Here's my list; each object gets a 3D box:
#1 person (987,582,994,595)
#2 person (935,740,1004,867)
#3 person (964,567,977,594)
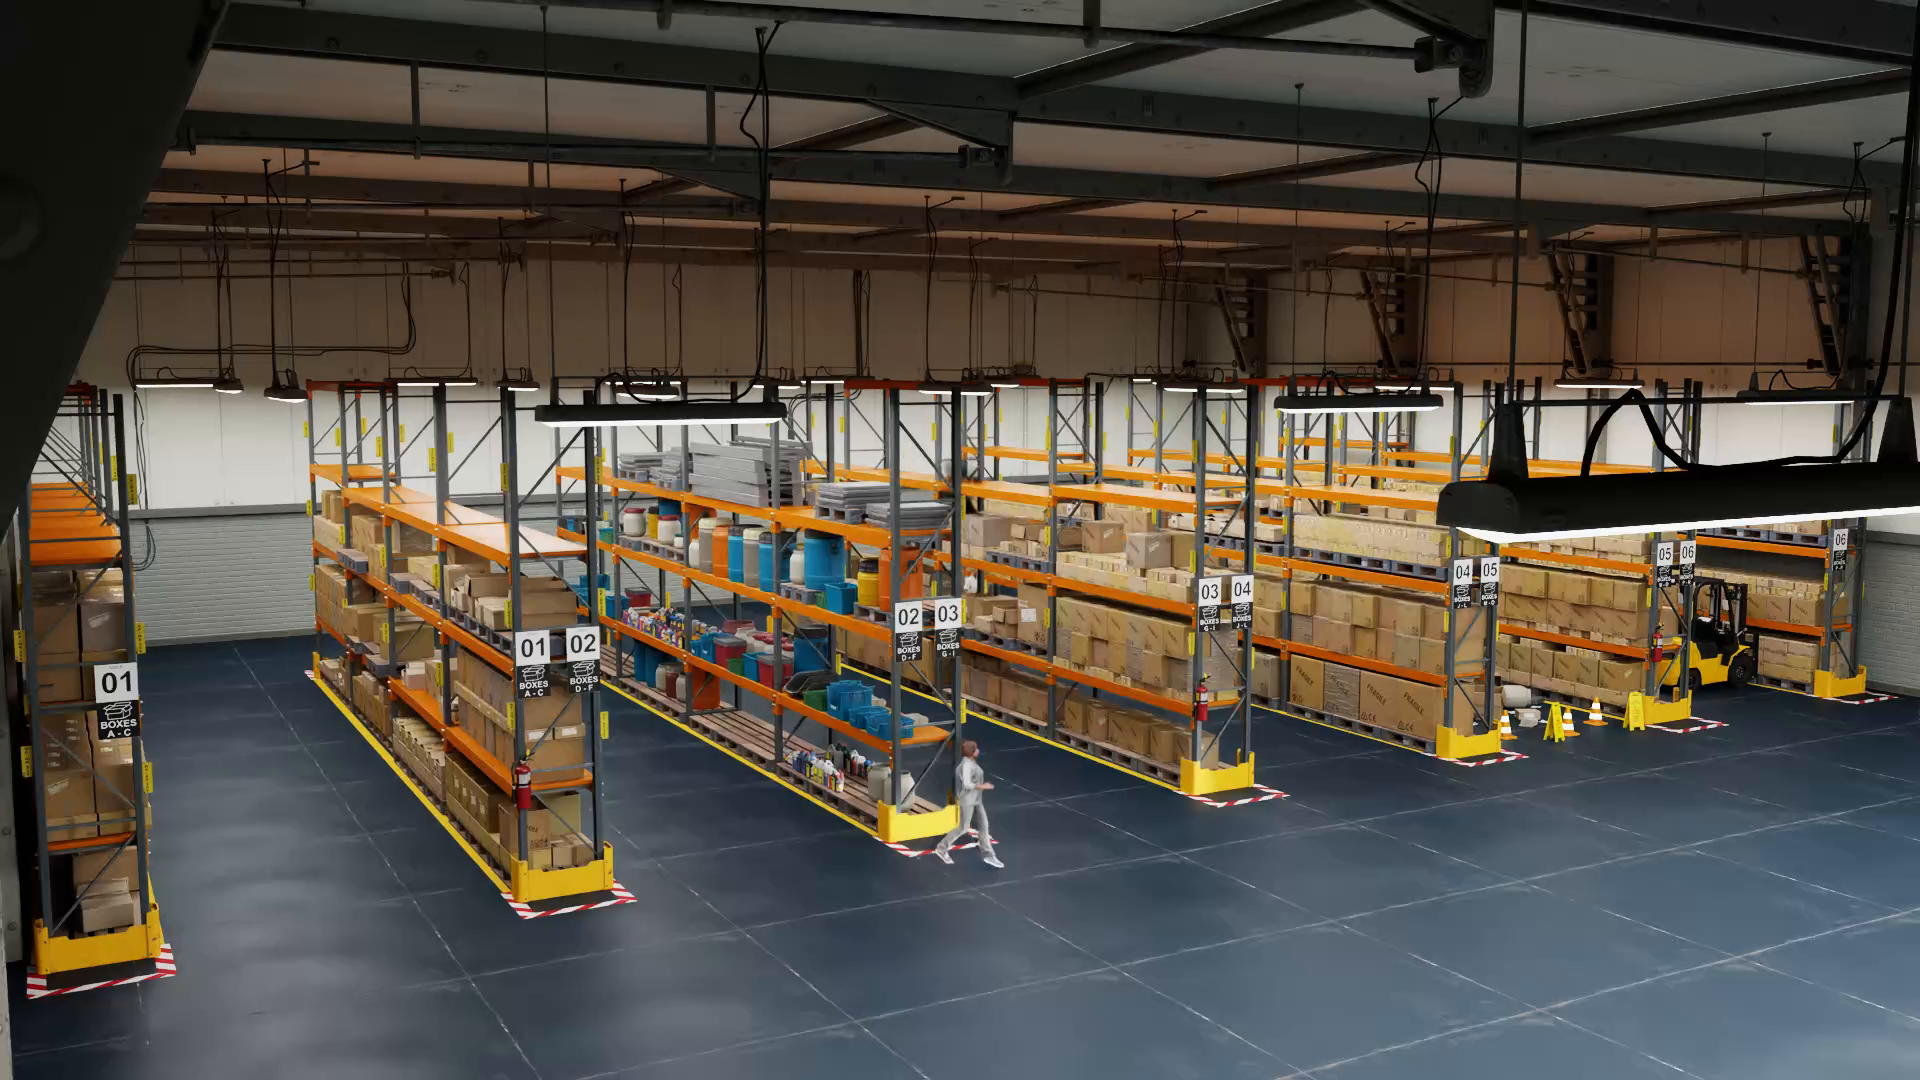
[{"bbox_3d":[0.746,0.982,42.444,0.828,1.743,0.616,-3,7,-27],"label":"person"},{"bbox_3d":[0.128,3.299,20.844,0.872,1.586,0.569,1,6,13],"label":"person"},{"bbox_3d":[0.315,1.423,37.927,0.673,1.800,0.968,-3,7,-29],"label":"person"}]
